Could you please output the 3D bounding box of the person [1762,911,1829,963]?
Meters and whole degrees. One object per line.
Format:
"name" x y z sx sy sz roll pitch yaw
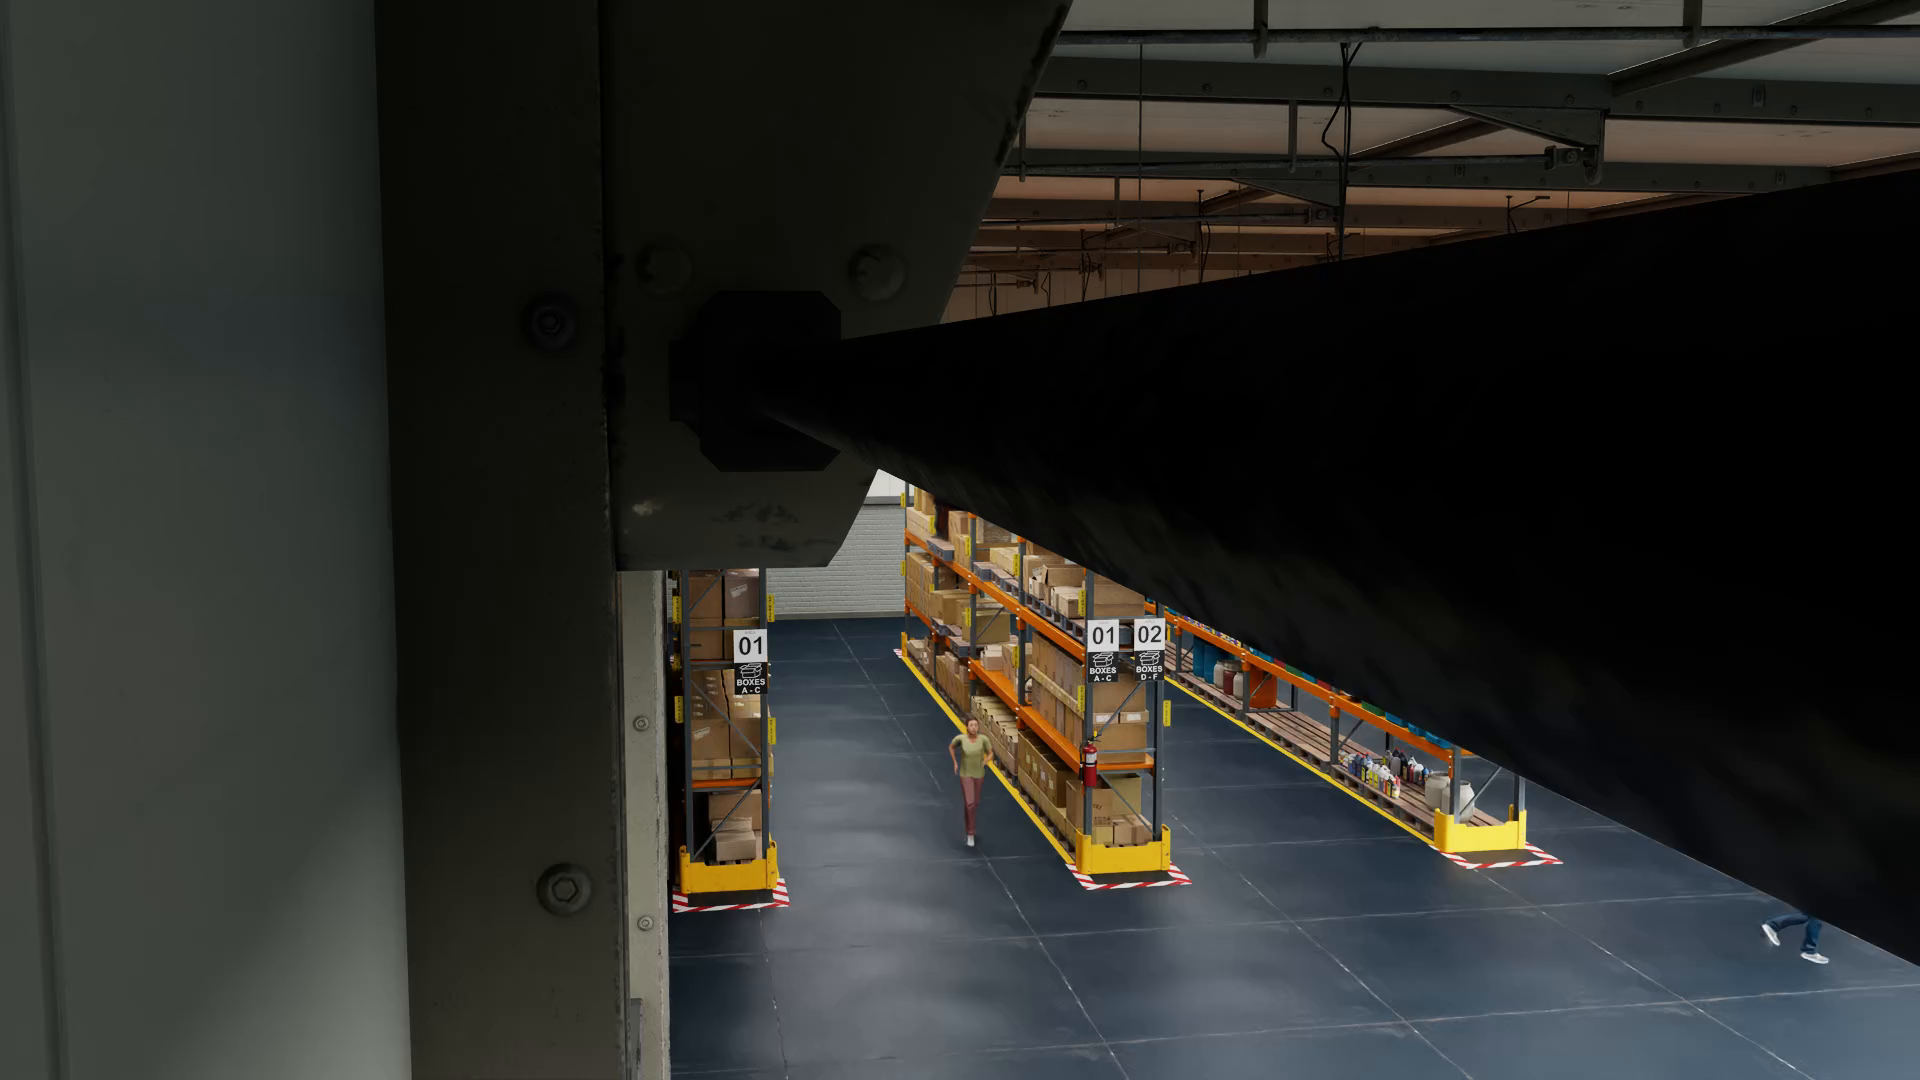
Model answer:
"person" 8.964 3.718 17.783 0.669 1.587 0.534 2 6 21

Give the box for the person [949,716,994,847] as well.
"person" 0.168 3.195 22.316 0.564 1.709 0.775 -2 6 -14
